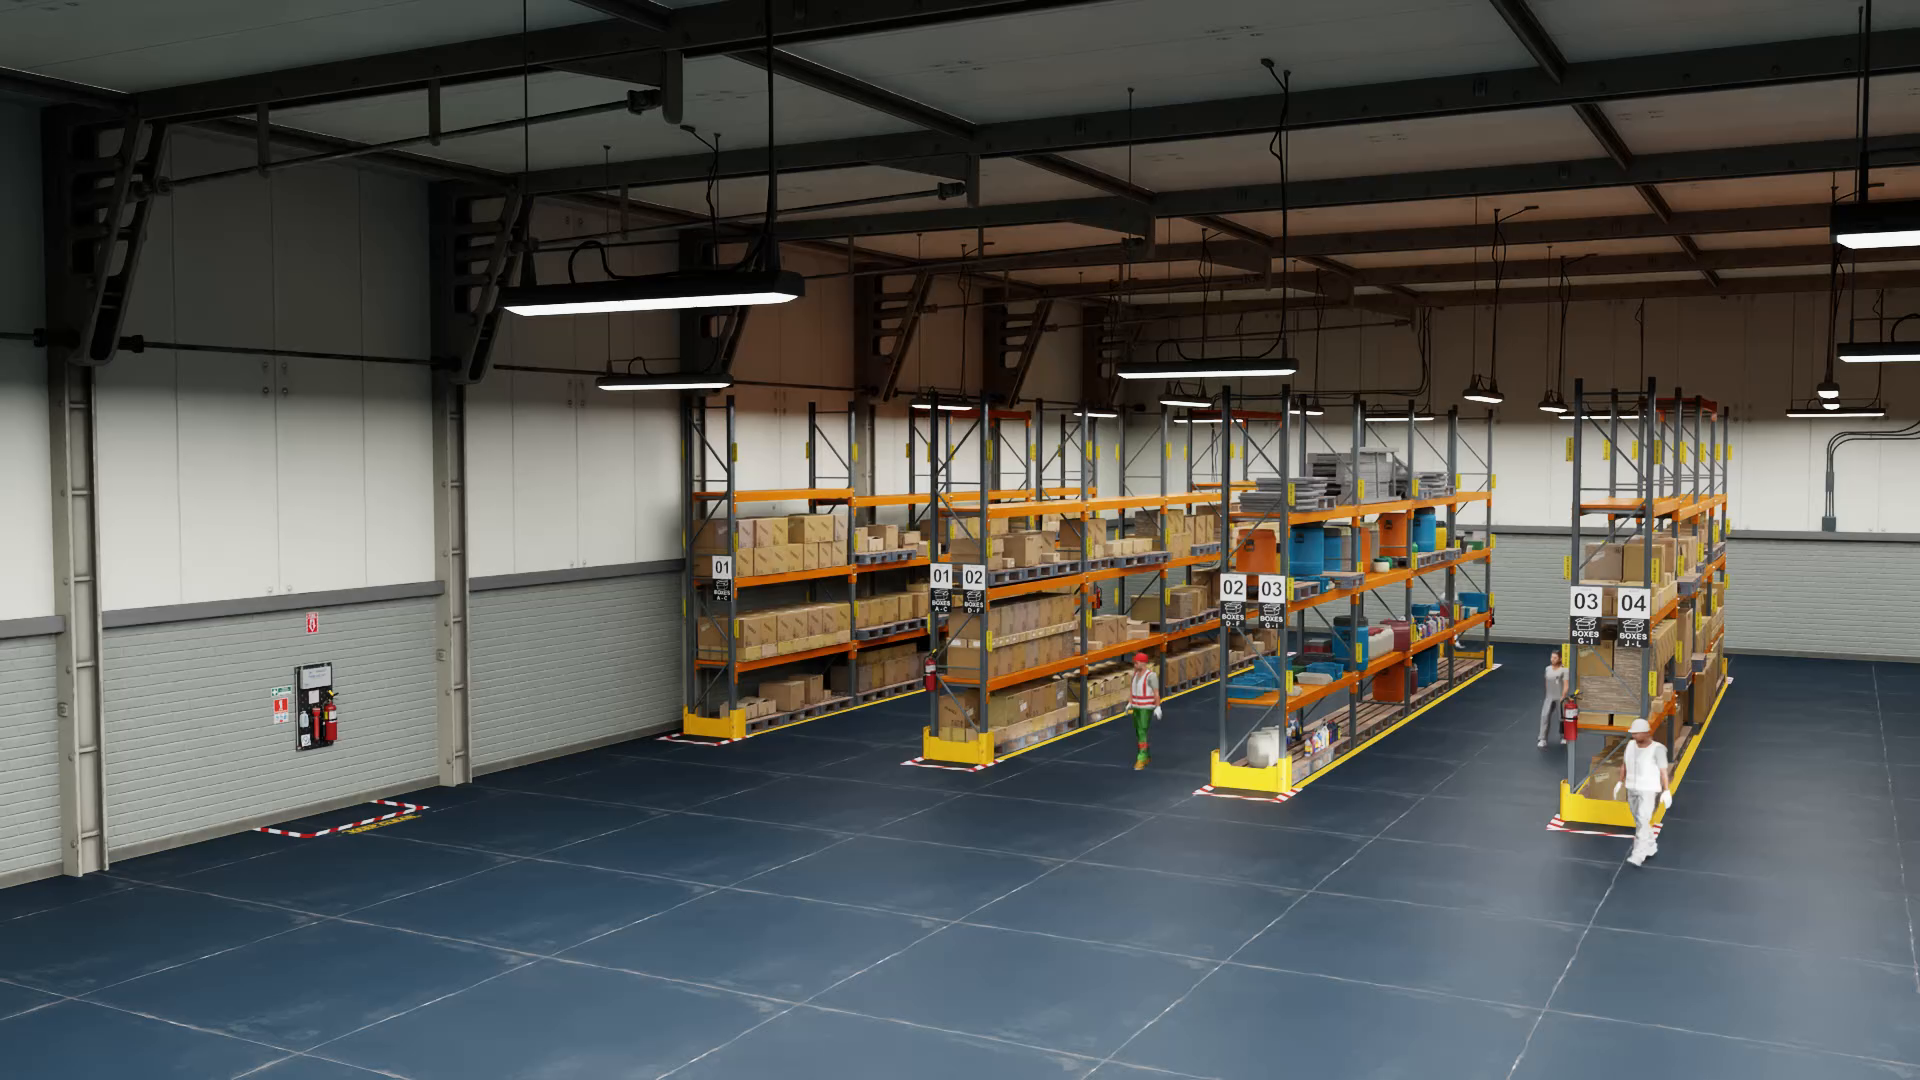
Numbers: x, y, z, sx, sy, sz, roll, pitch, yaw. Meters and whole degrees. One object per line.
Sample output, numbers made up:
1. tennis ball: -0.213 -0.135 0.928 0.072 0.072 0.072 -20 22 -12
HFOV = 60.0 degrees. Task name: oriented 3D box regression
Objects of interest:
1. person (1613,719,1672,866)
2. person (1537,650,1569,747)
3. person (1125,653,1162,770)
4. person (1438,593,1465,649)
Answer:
1. person: 8.311 3.063 20.339 0.916 1.751 0.632 -2 3 -30
2. person: 10.081 2.683 28.185 0.457 1.616 0.977 3 4 41
3. person: 2.851 2.711 26.566 0.639 1.791 0.623 -2 4 -34
4. person: 12.520 1.931 42.513 0.530 1.673 1.101 -2 3 -28
